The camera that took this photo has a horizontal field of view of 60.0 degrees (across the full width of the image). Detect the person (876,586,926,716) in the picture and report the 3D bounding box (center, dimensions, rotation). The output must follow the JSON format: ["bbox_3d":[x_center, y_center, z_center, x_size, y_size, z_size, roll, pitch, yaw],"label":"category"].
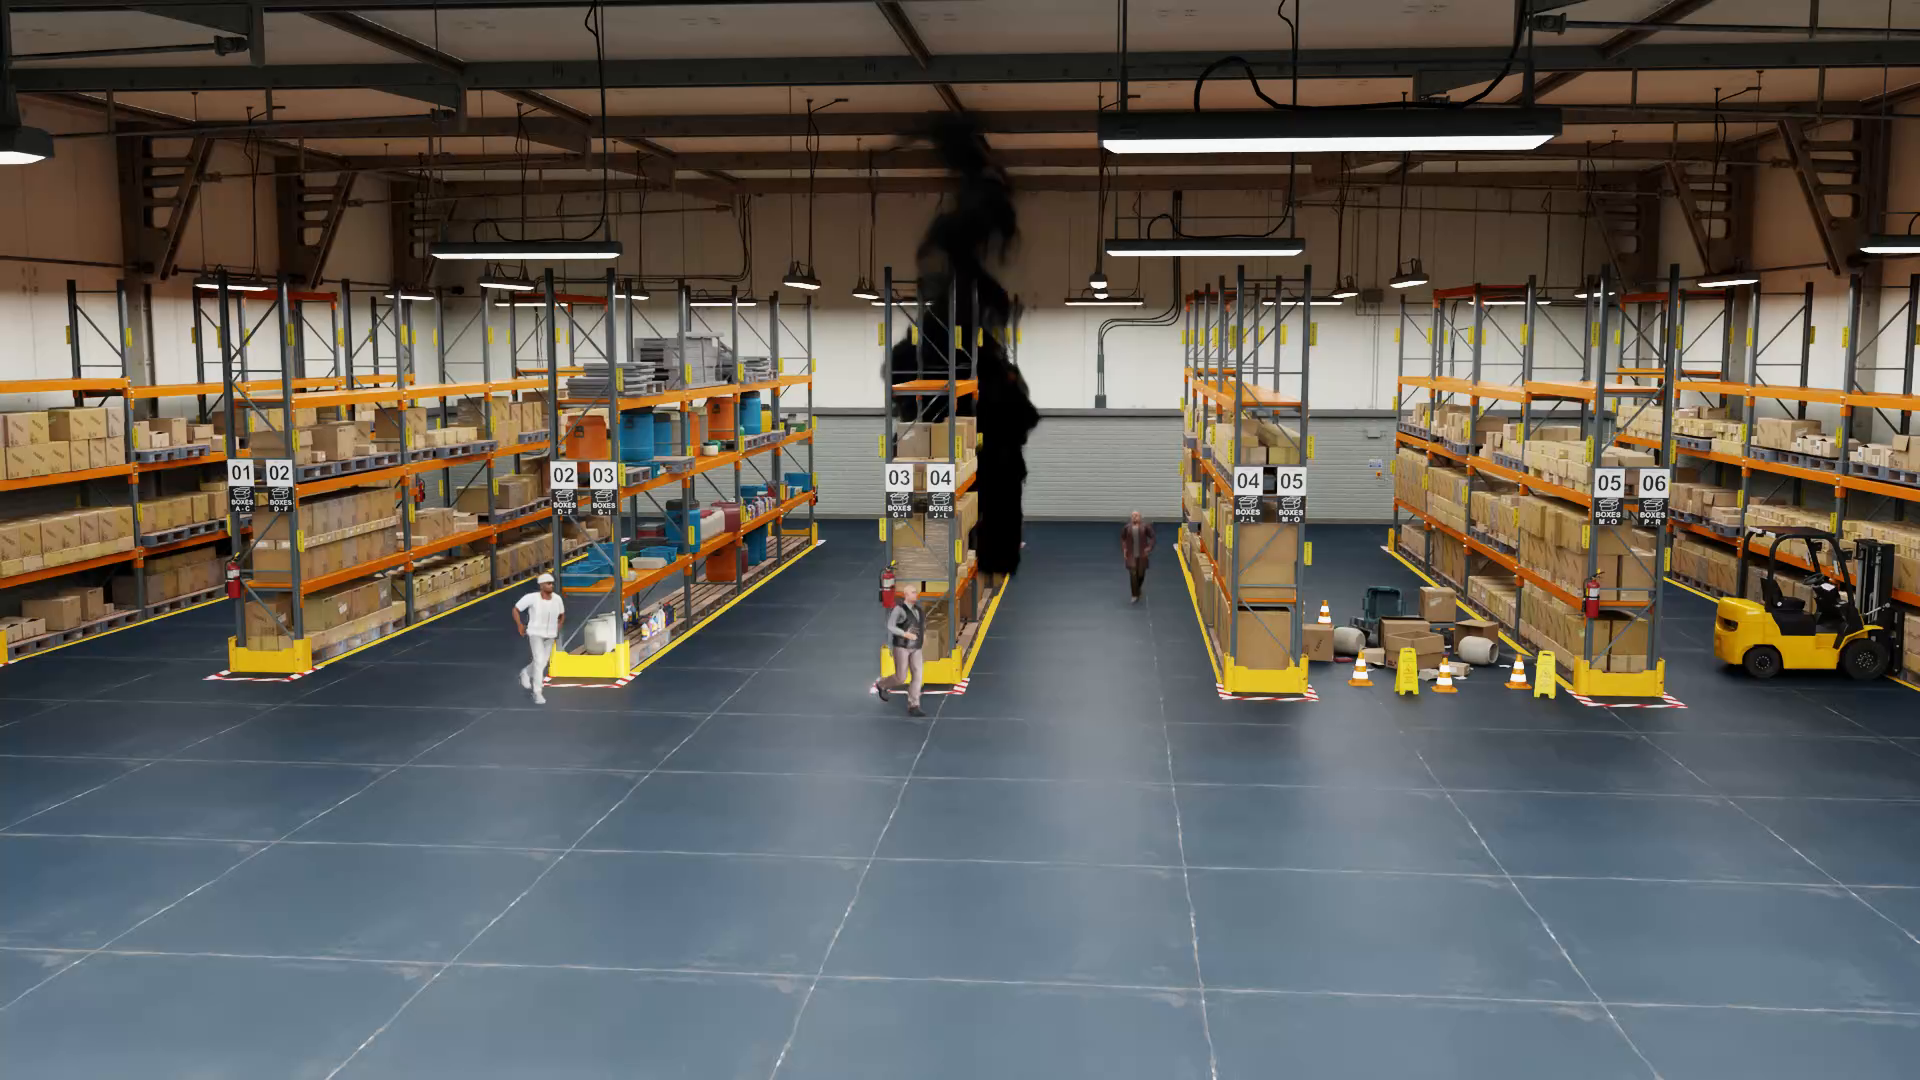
[{"bbox_3d":[-0.703,1.462,22.354,0.671,1.709,0.911,-7,10,-44],"label":"person"}]

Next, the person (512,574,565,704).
[{"bbox_3d":[-5.846,1.338,23.231,0.742,1.751,0.883,-6,9,-42],"label":"person"}]

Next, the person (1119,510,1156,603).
[{"bbox_3d":[3.370,0.300,31.710,0.708,1.752,0.656,1,7,11],"label":"person"}]
